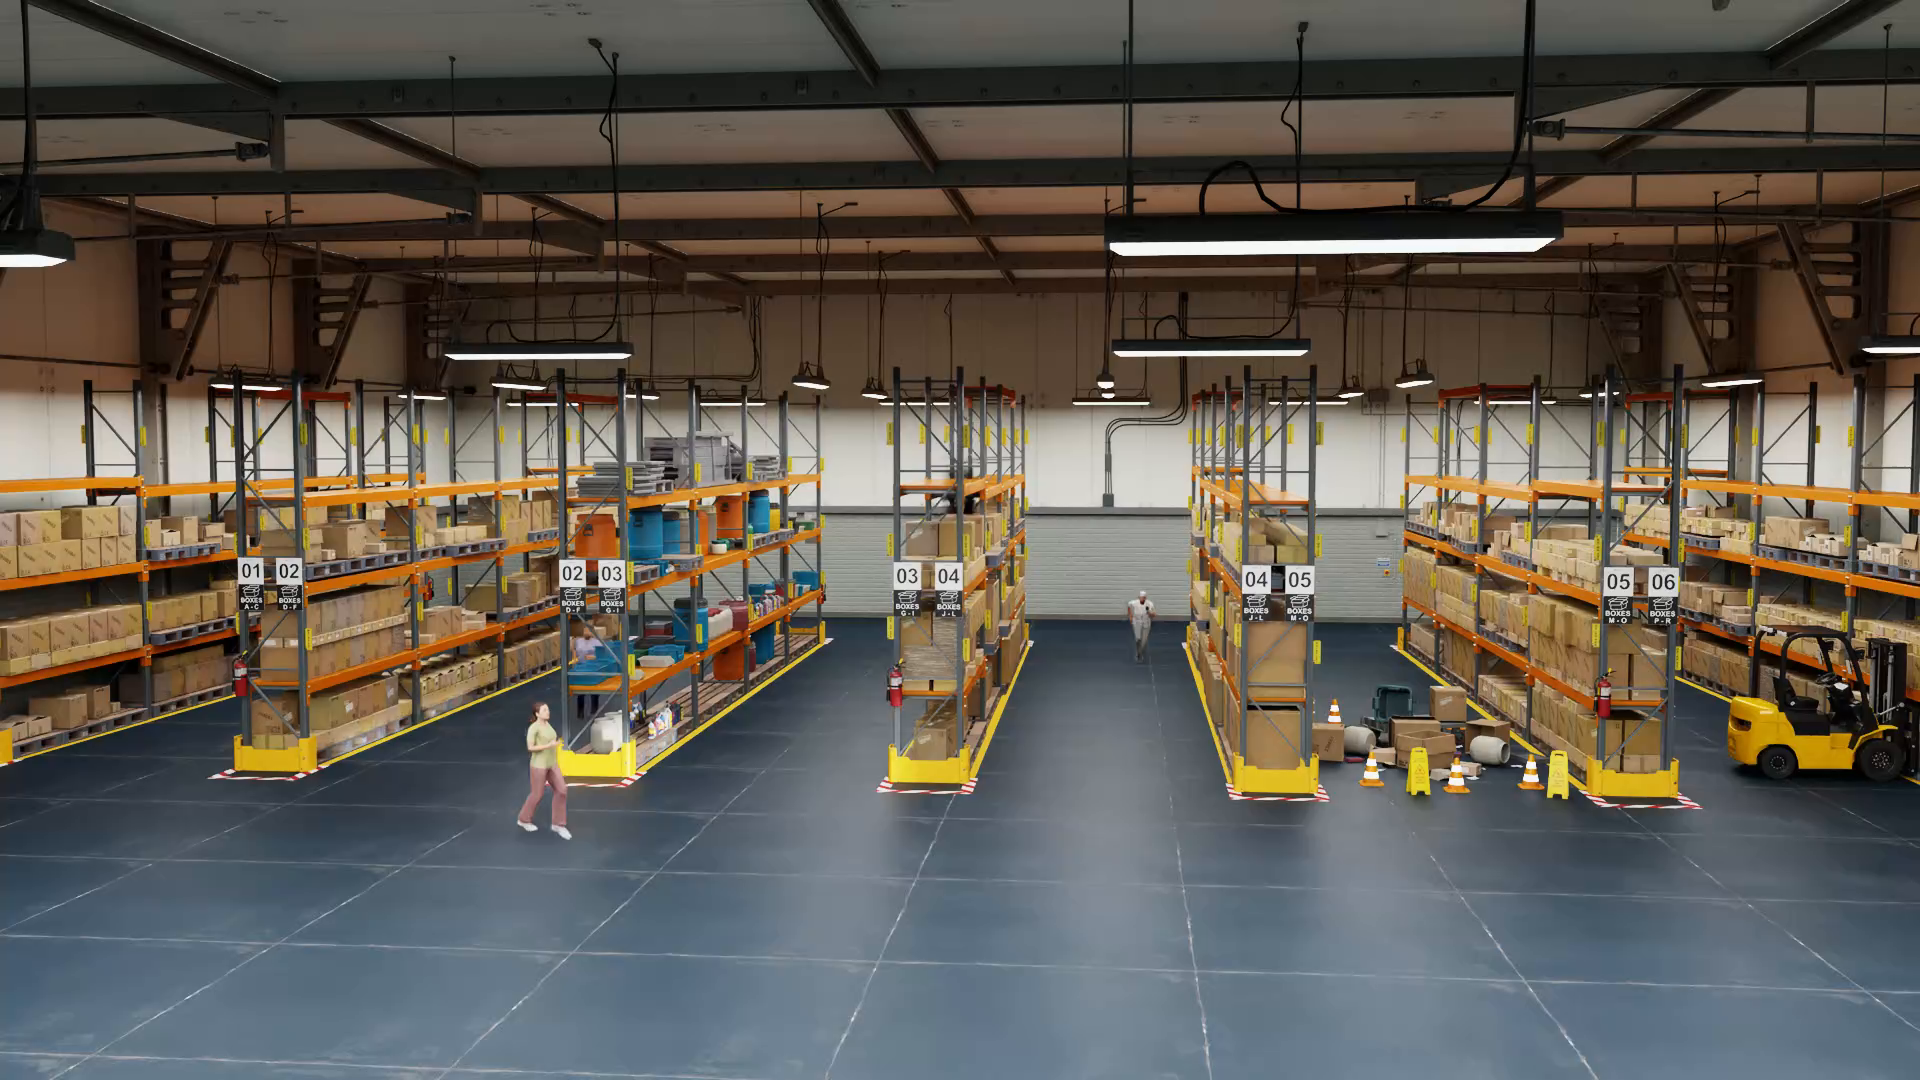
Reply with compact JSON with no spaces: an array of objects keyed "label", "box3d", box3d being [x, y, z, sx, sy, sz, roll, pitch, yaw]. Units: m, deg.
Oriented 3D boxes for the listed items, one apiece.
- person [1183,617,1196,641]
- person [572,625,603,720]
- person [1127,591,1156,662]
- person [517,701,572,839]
[{"label":"person","box3d":[5.879,1.662,40.419,0.889,1.633,0.581,0,4,-2]},{"label":"person","box3d":[-6.633,2.352,29.602,0.576,1.697,0.720,0,4,-4]},{"label":"person","box3d":[4.005,1.905,36.703,0.592,1.587,0.840,0,4,-2]},{"label":"person","box3d":[-5.219,2.864,20.781,0.758,1.716,0.564,2,4,26]}]
